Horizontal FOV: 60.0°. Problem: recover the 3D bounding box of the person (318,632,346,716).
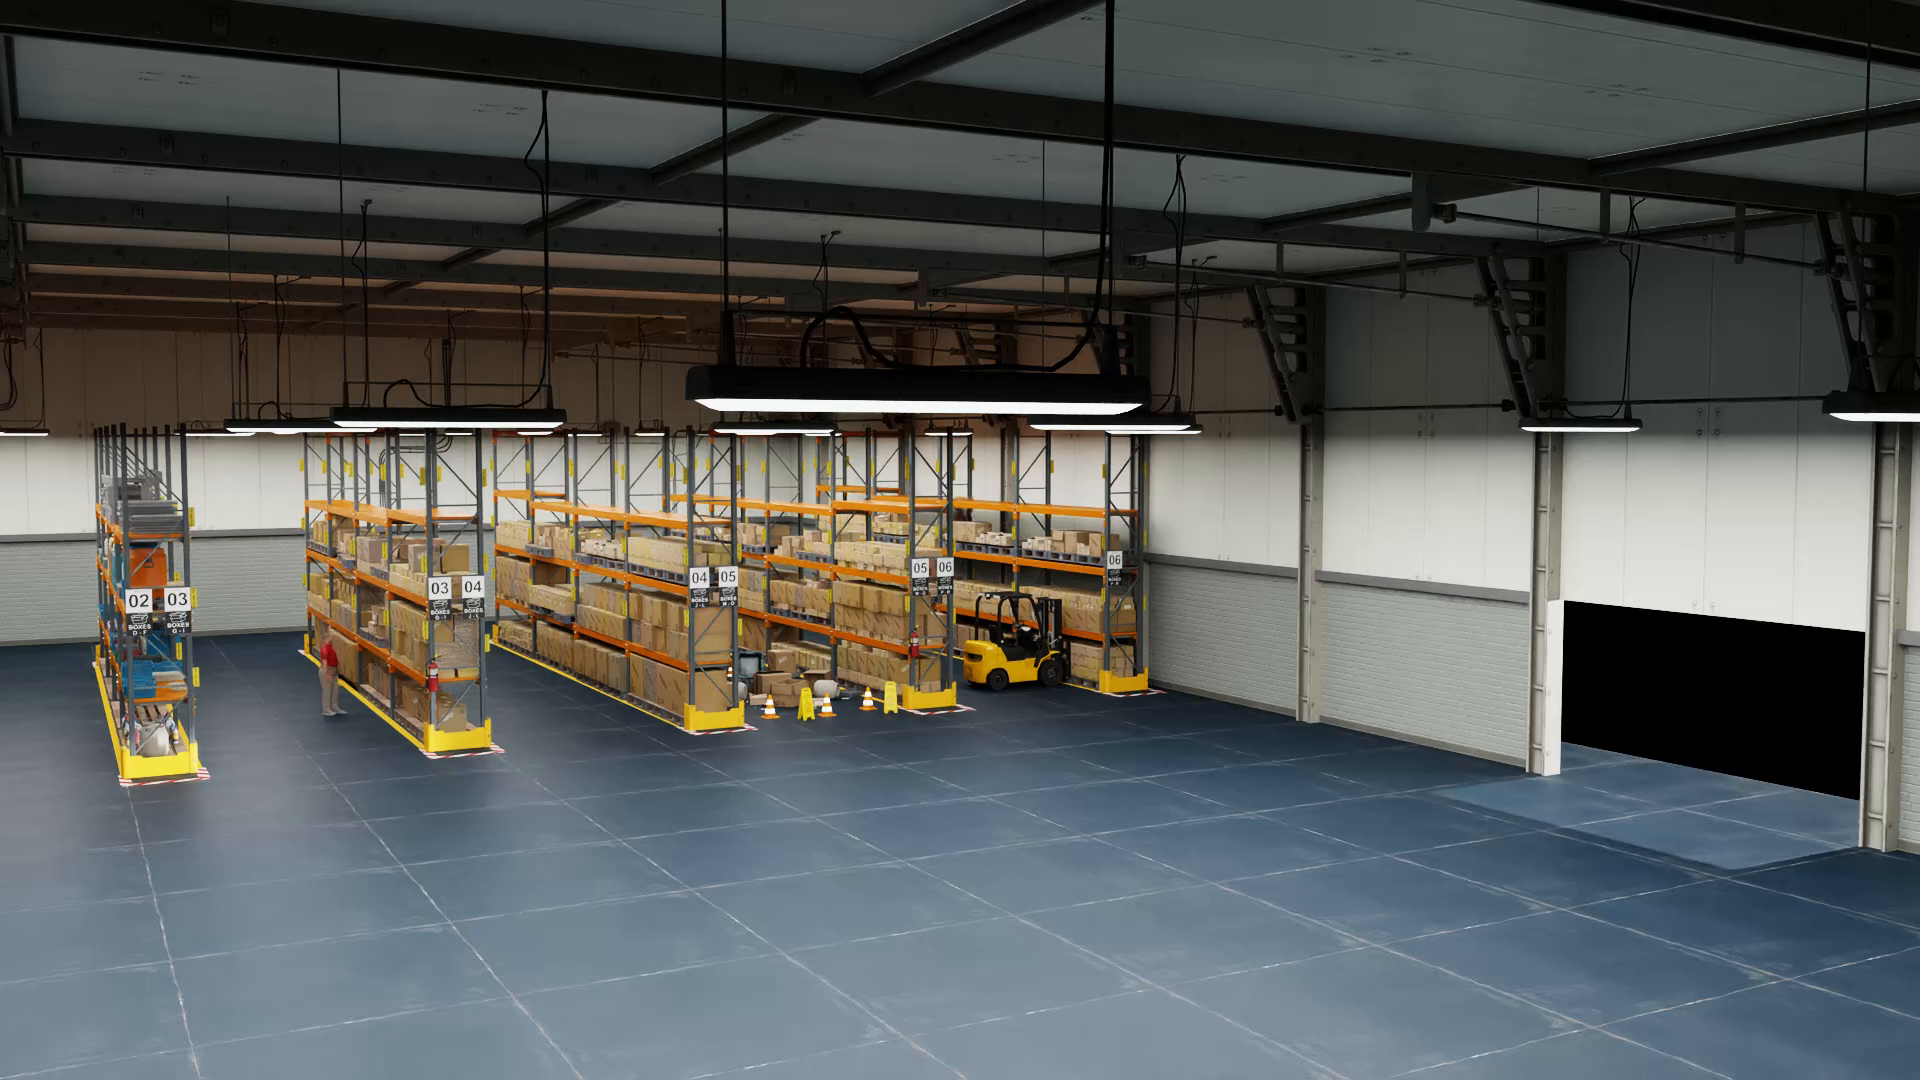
[{"bbox_3d":[-13.093,2.776,34.567,0.436,1.731,0.599,0,3,4],"label":"person"}]
